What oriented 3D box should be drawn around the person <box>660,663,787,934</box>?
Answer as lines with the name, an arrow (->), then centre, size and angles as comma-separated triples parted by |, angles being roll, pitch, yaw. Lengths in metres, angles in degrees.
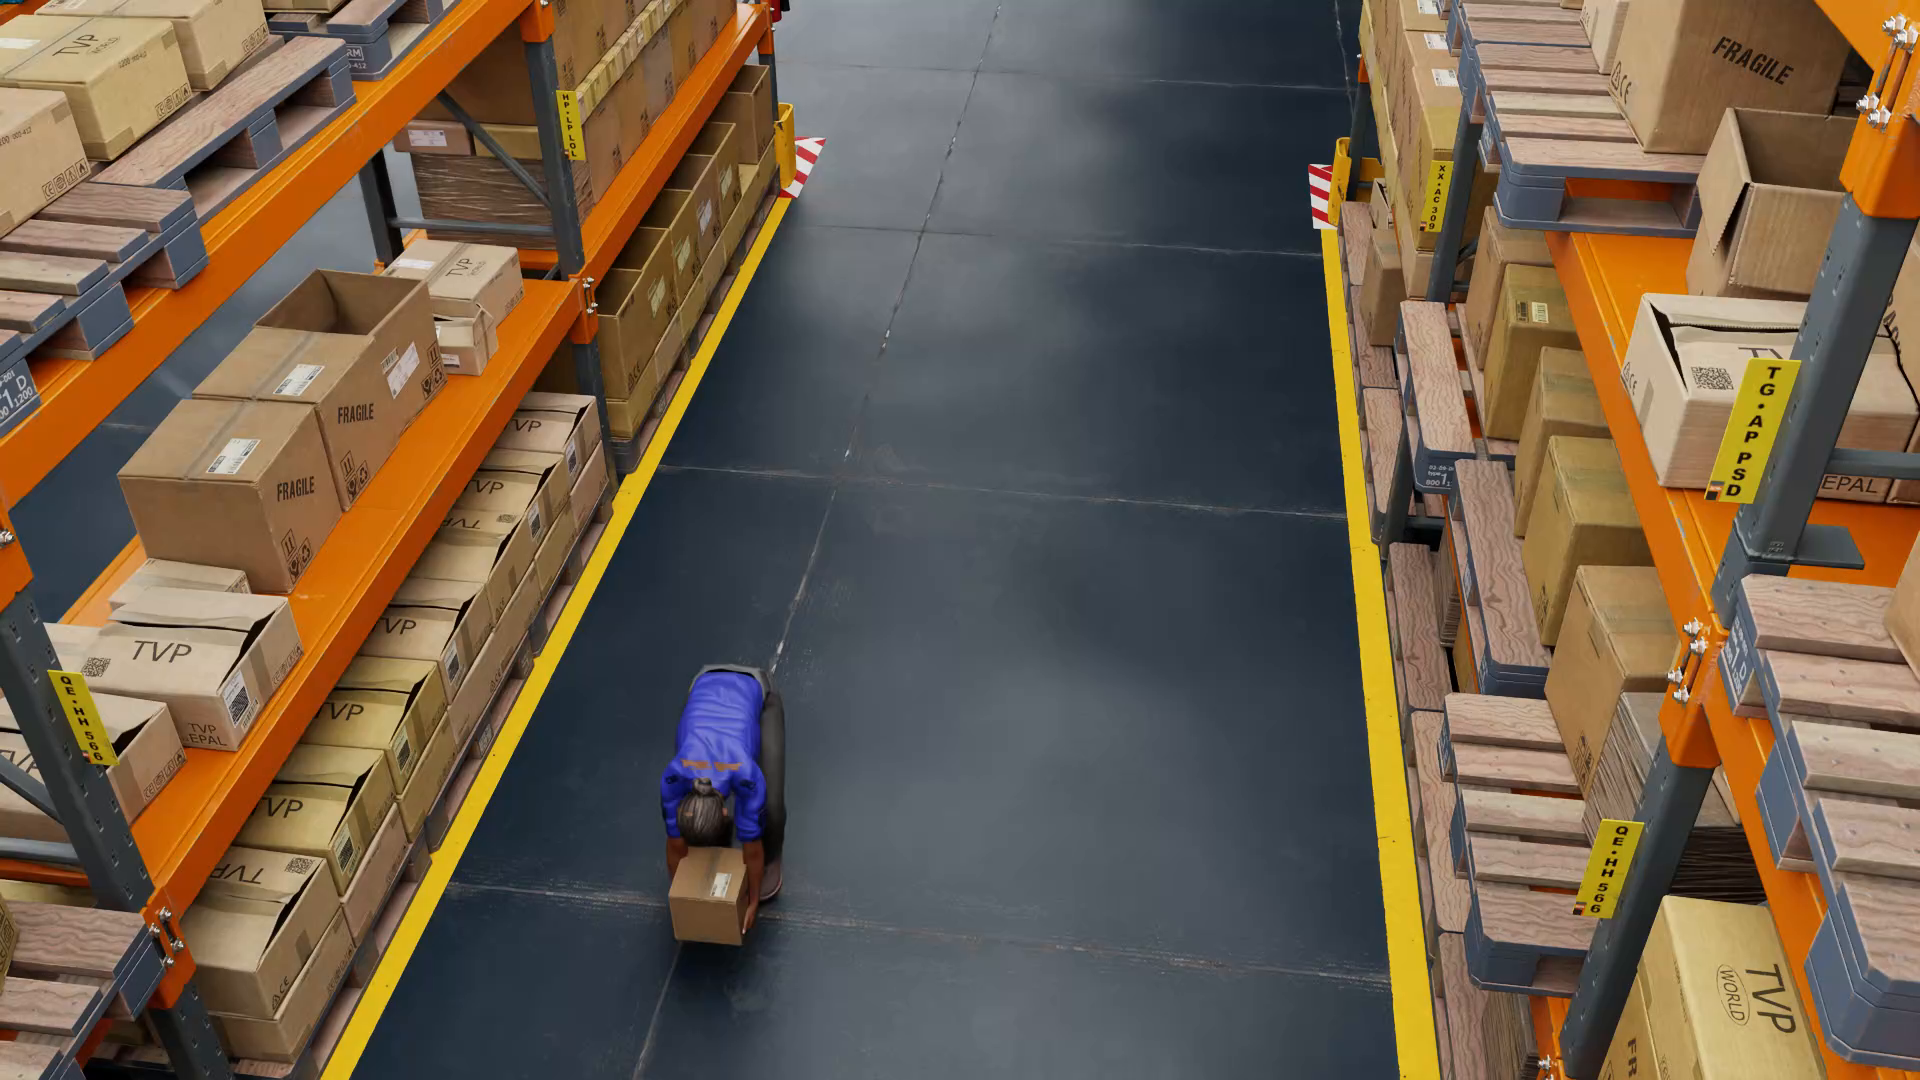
person -> -0.886, 1.027, 6.248 | 0.433, 0.947, 0.876 | 3, 36, 4
